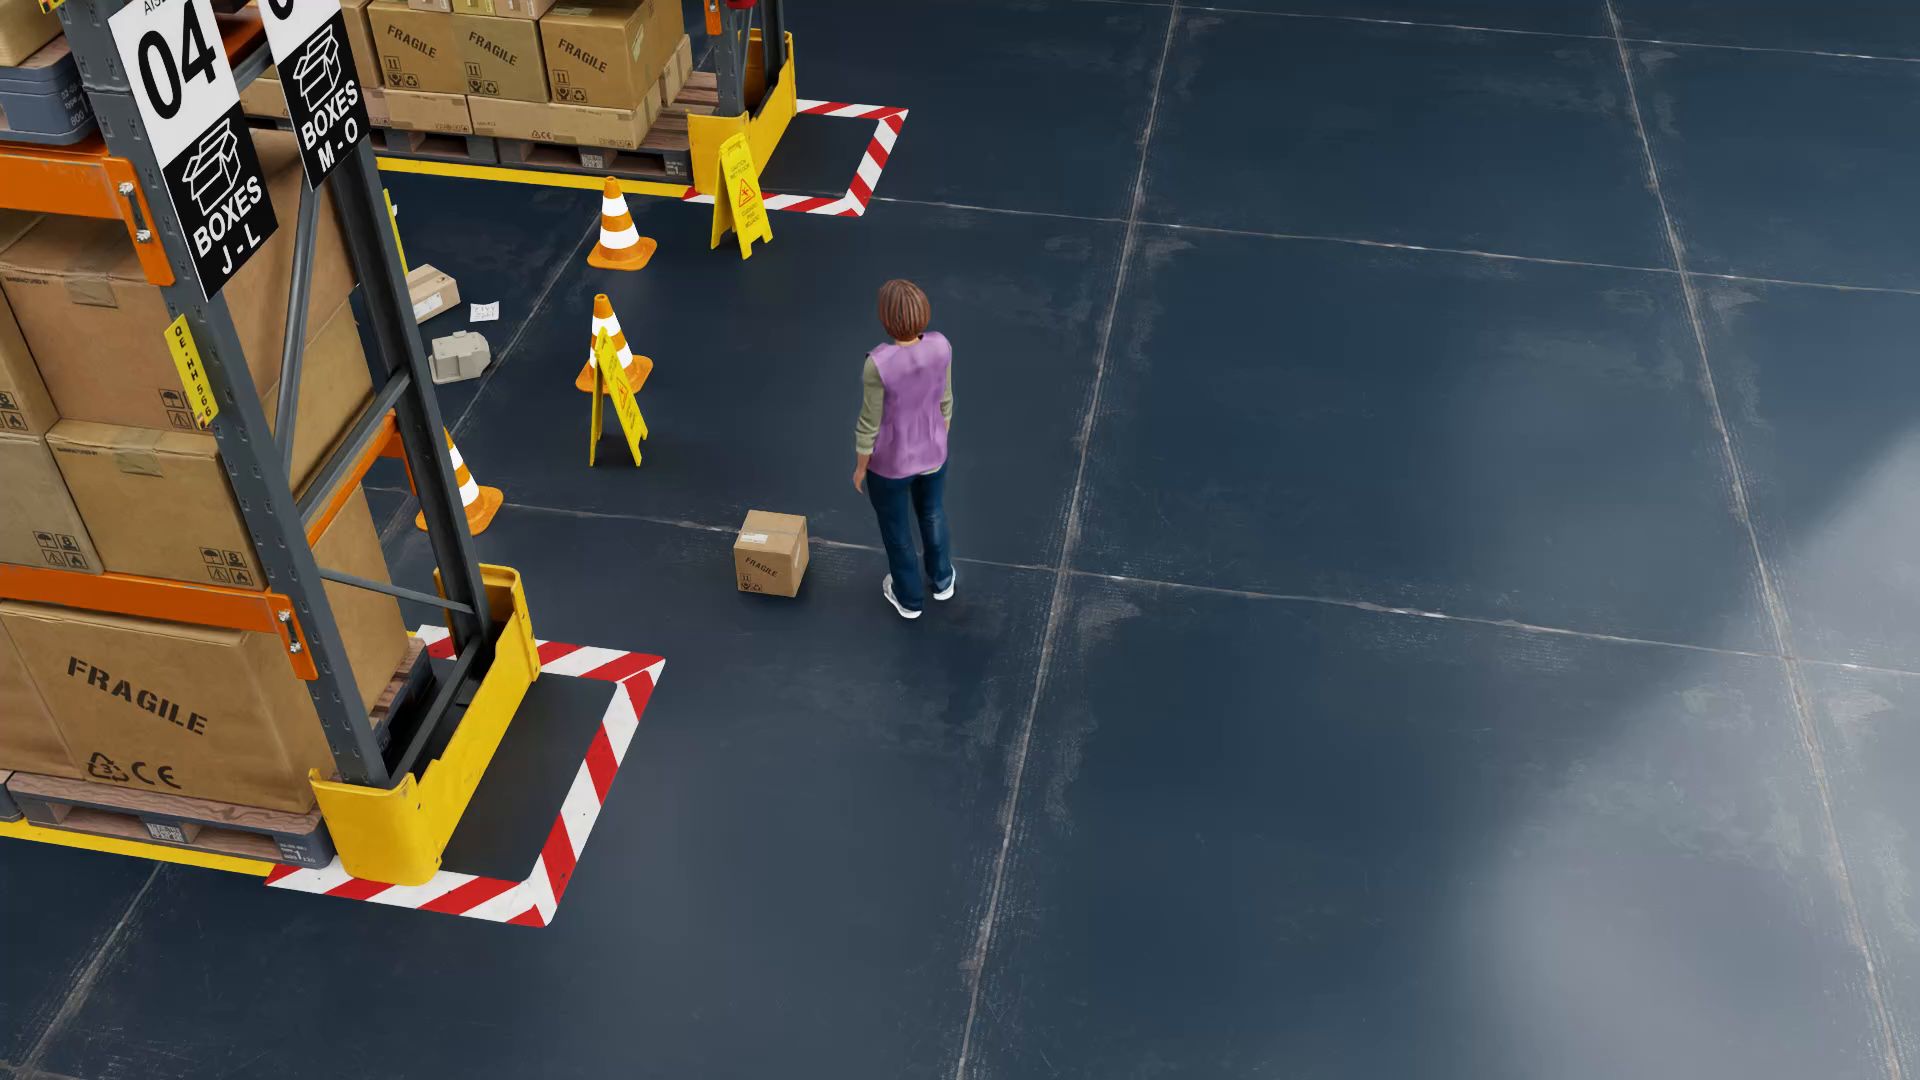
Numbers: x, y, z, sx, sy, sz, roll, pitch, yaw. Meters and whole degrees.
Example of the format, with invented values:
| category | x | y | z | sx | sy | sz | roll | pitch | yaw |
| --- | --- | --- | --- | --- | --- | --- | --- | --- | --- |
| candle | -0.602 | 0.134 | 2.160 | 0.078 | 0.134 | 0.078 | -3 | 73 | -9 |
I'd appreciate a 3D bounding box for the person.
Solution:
| category | x | y | z | sx | sy | sz | roll | pitch | yaw |
| --- | --- | --- | --- | --- | --- | --- | --- | --- | --- |
| person | -0.196 | -0.335 | 6.547 | 0.491 | 1.615 | 0.326 | -21 | 45 | -22 |
